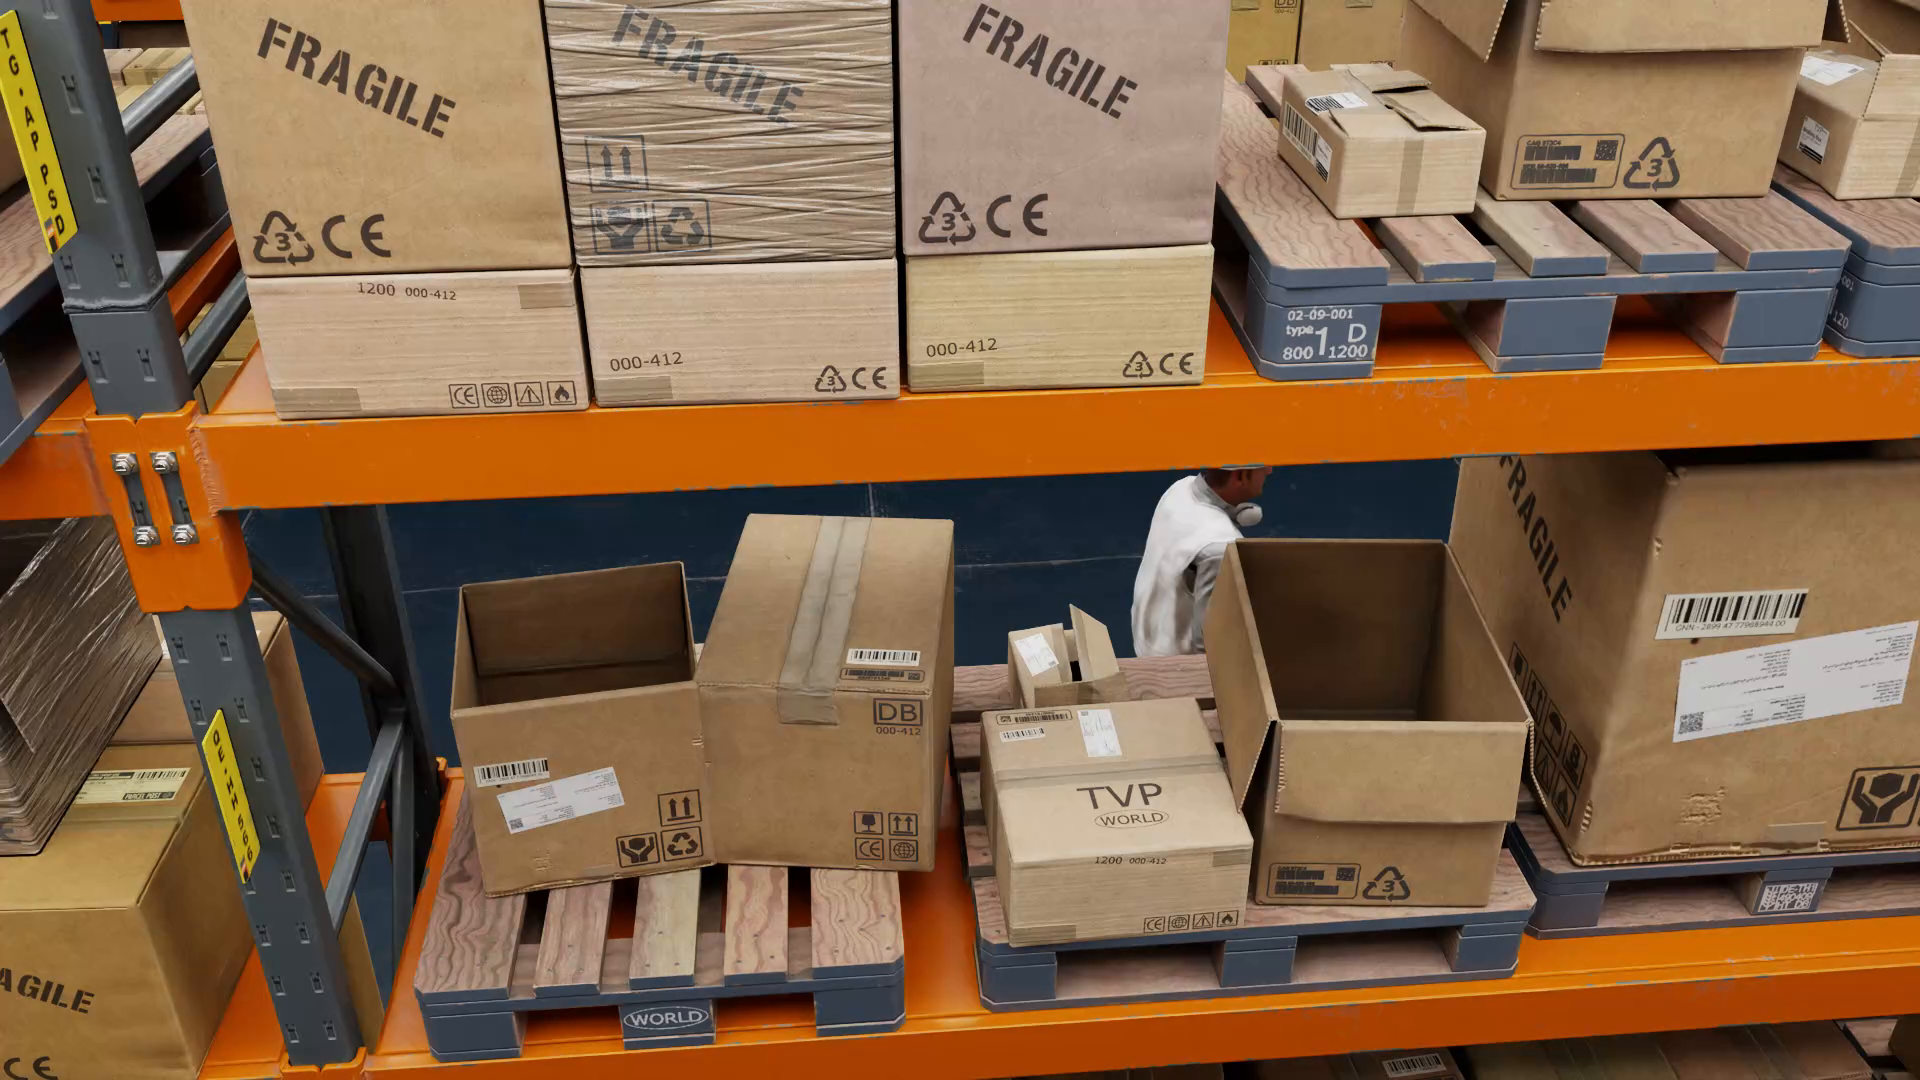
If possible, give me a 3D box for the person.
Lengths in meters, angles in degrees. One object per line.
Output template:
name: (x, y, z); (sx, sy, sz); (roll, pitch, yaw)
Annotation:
person: (0.792, 0.385, 5.464); (0.460, 1.772, 0.581); (-3, 31, -4)
